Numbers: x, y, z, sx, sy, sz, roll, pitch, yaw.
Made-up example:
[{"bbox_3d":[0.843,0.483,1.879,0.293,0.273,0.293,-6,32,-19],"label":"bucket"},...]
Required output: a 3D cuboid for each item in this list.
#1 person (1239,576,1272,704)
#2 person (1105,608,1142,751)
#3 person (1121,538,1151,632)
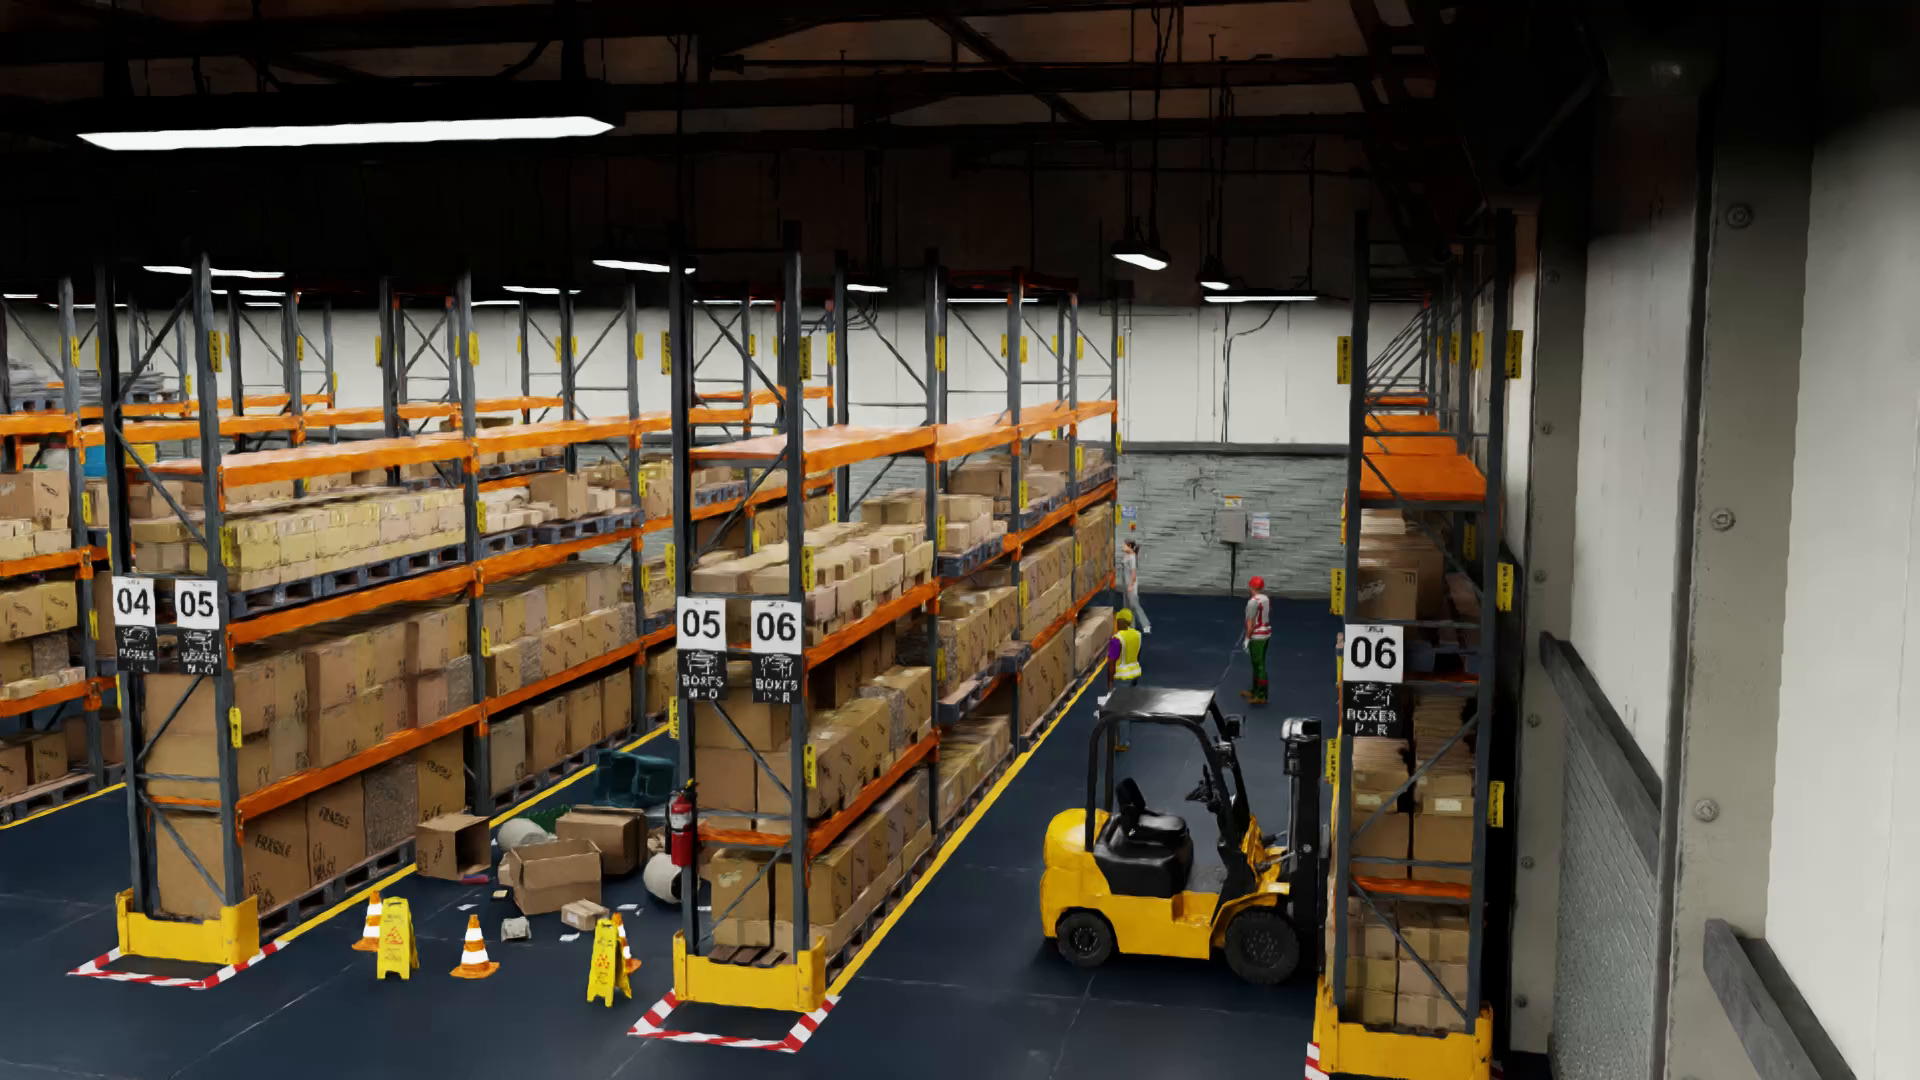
[{"bbox_3d":[4.187,1.390,23.600,0.550,1.787,0.628,4,8,32],"label":"person"},{"bbox_3d":[2.013,1.730,20.915,0.497,1.765,0.625,7,10,44],"label":"person"},{"bbox_3d":[3.066,0.798,29.132,0.521,1.663,0.681,-1,7,-11],"label":"person"}]
